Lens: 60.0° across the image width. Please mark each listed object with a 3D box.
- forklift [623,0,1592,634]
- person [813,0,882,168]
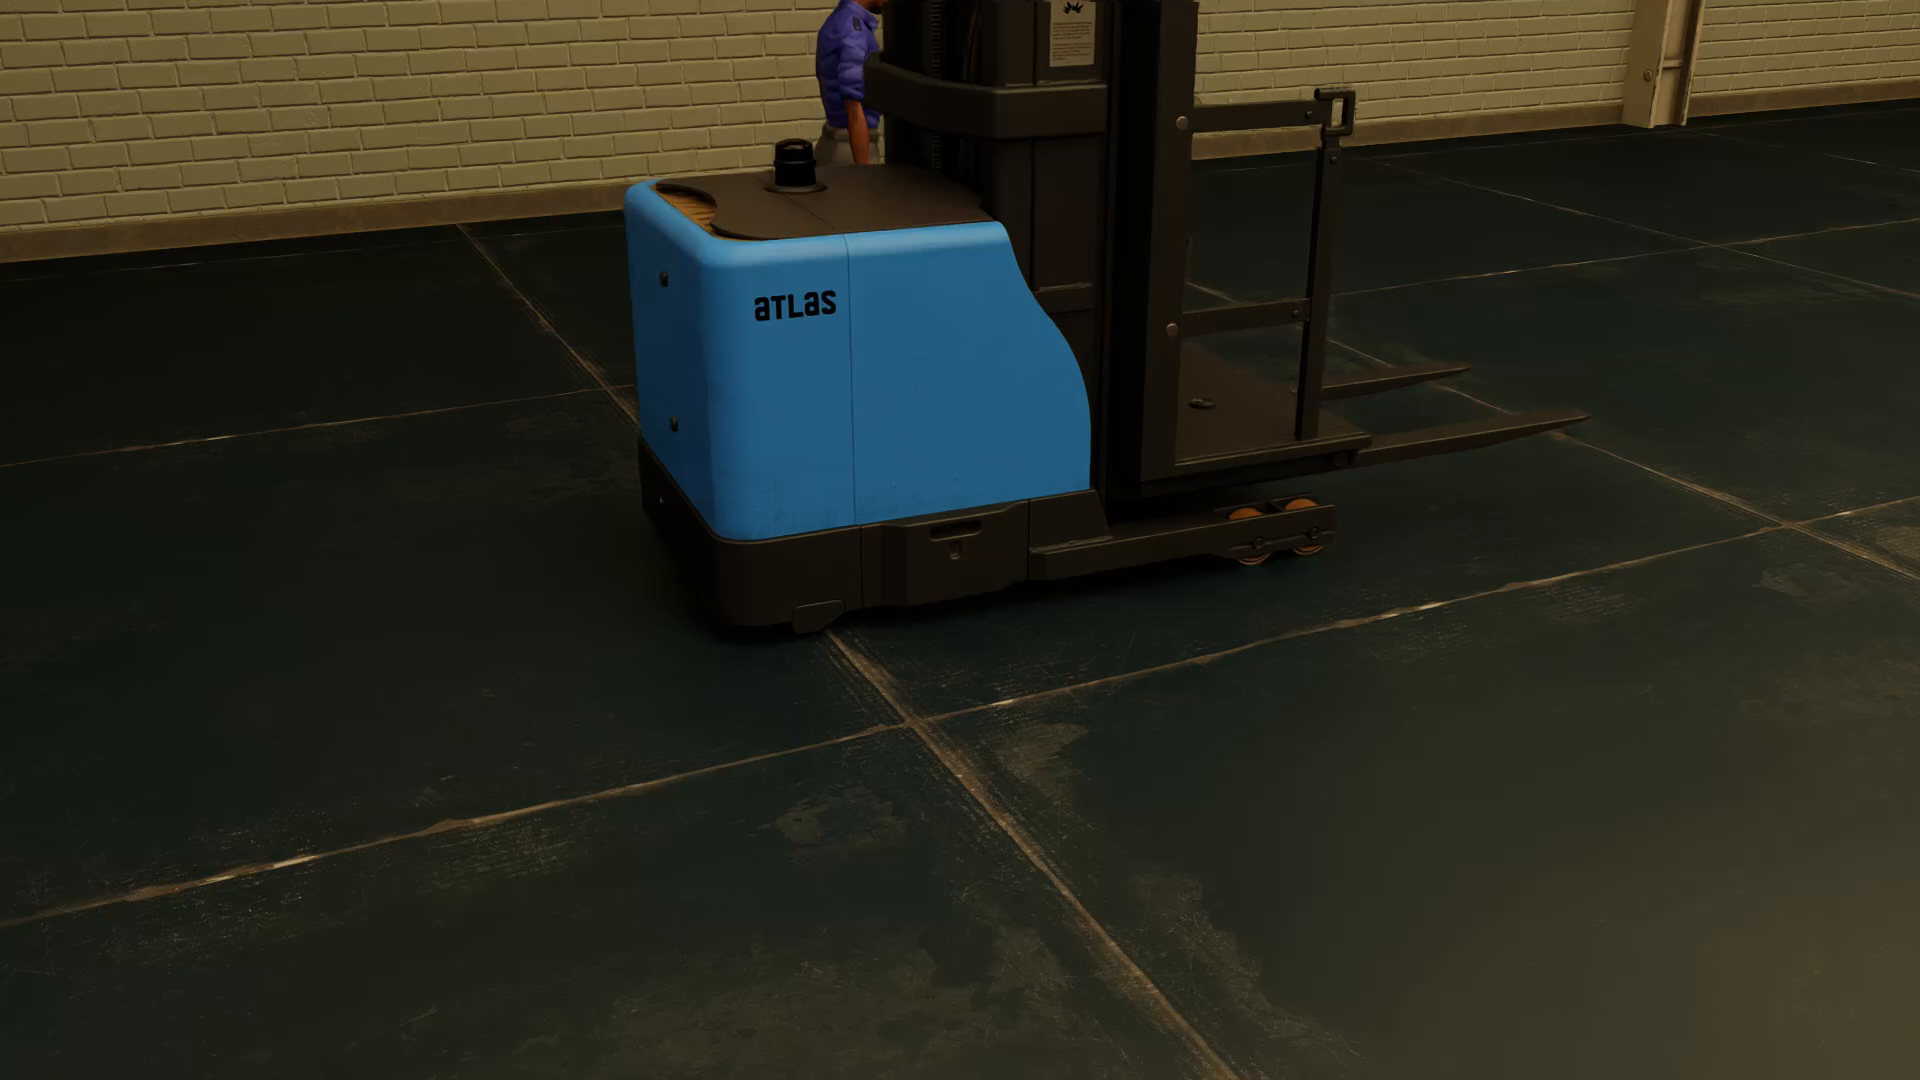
[{"bbox_3d":[0.580,-1.455,4.789,3.031,2.935,1.130,-9,24,-21],"label":"forklift"},{"bbox_3d":[-0.410,-1.467,6.518,0.361,1.632,0.725,-7,24,-17],"label":"person"}]
